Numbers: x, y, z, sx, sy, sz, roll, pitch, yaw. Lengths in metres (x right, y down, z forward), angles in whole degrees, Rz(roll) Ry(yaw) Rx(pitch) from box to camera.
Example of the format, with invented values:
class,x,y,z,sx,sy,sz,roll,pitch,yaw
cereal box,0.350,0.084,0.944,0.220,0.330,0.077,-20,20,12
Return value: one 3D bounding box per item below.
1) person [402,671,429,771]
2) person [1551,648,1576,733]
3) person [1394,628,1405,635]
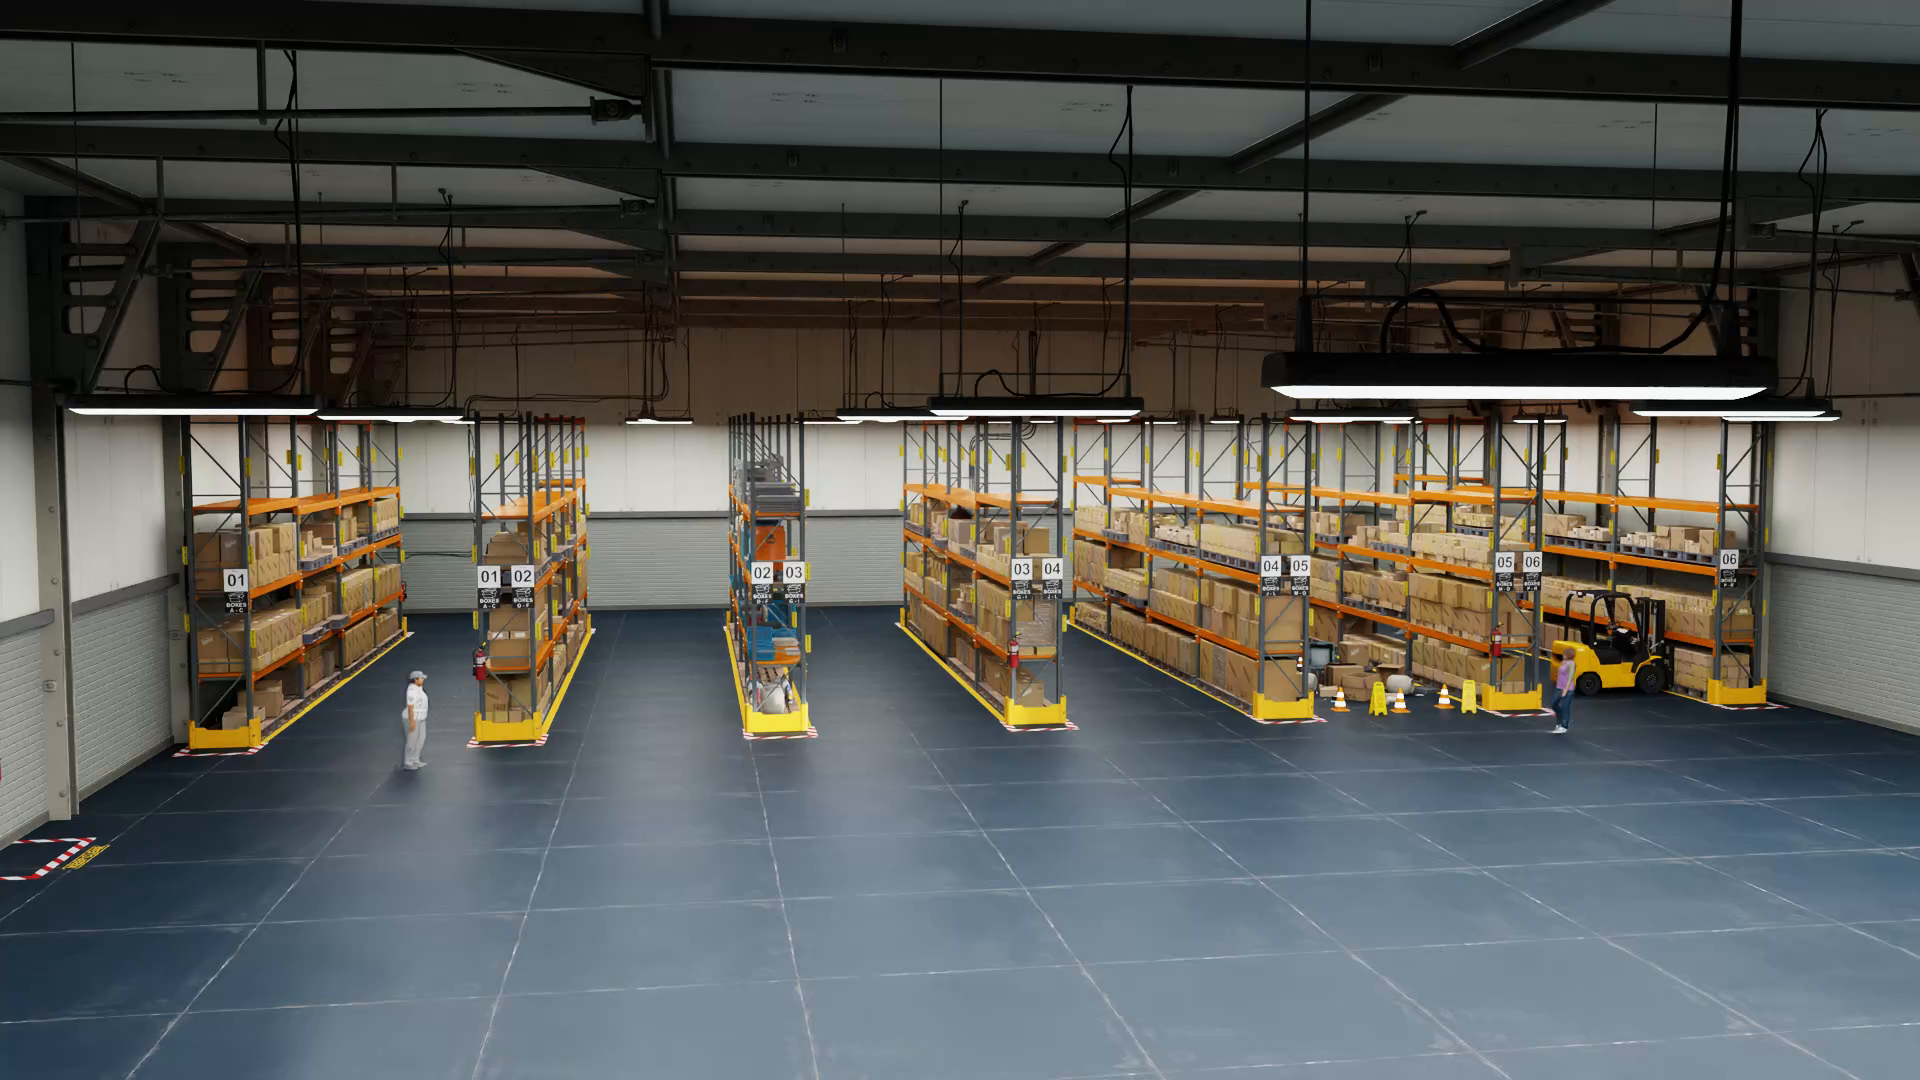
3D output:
class,x,y,z,sx,sy,sz,roll,pitch,yaw
person,-9.111,3.008,27.814,0.422,1.660,0.596,0,4,2
person,11.302,2.823,31.128,0.414,1.602,0.441,-2,4,-25
person,12.199,1.779,45.807,0.441,1.711,0.524,1,4,14
